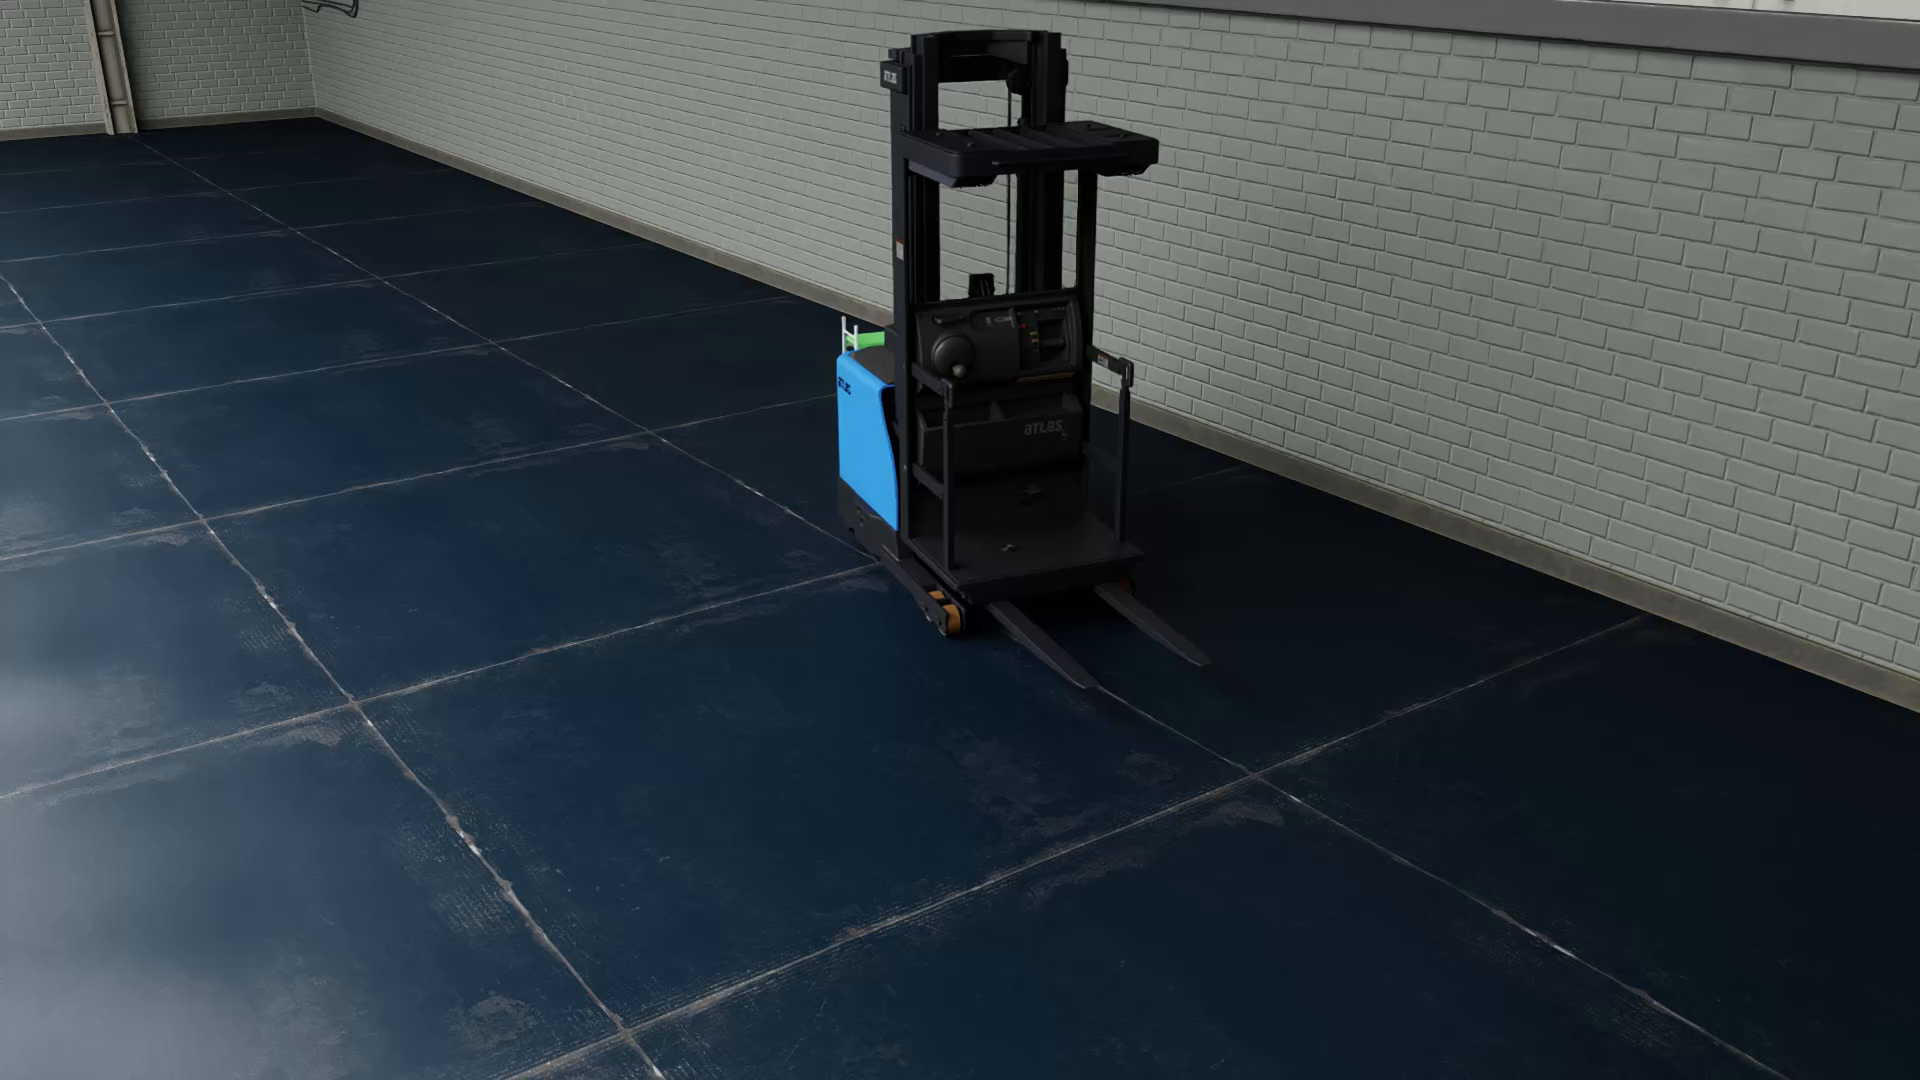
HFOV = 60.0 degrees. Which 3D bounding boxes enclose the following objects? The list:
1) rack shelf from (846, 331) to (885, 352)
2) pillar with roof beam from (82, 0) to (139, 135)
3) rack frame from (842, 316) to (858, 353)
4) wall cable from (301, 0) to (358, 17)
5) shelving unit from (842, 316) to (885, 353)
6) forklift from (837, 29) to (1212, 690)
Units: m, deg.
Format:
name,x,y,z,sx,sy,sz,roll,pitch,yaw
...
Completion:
name,x,y,z,sx,sy,sz,roll,pitch,yaw
rack shelf,-0.436,-1.176,10.101,0.480,0.148,0.258,-9,23,-22
pillar with roof beam,-10.399,-9.167,20.728,0.400,9.000,9.100,-15,26,-33
rack frame,-0.660,-0.754,10.166,0.015,1.200,0.240,-9,23,-22
wall cable,-9.750,-9.260,25.150,0.112,2.526,3.097,-15,26,-33
shelving unit,-0.436,-0.789,10.255,0.503,1.200,0.258,-9,23,-22
forklift,0.295,-1.040,8.548,1.130,2.935,3.031,-9,23,-21
